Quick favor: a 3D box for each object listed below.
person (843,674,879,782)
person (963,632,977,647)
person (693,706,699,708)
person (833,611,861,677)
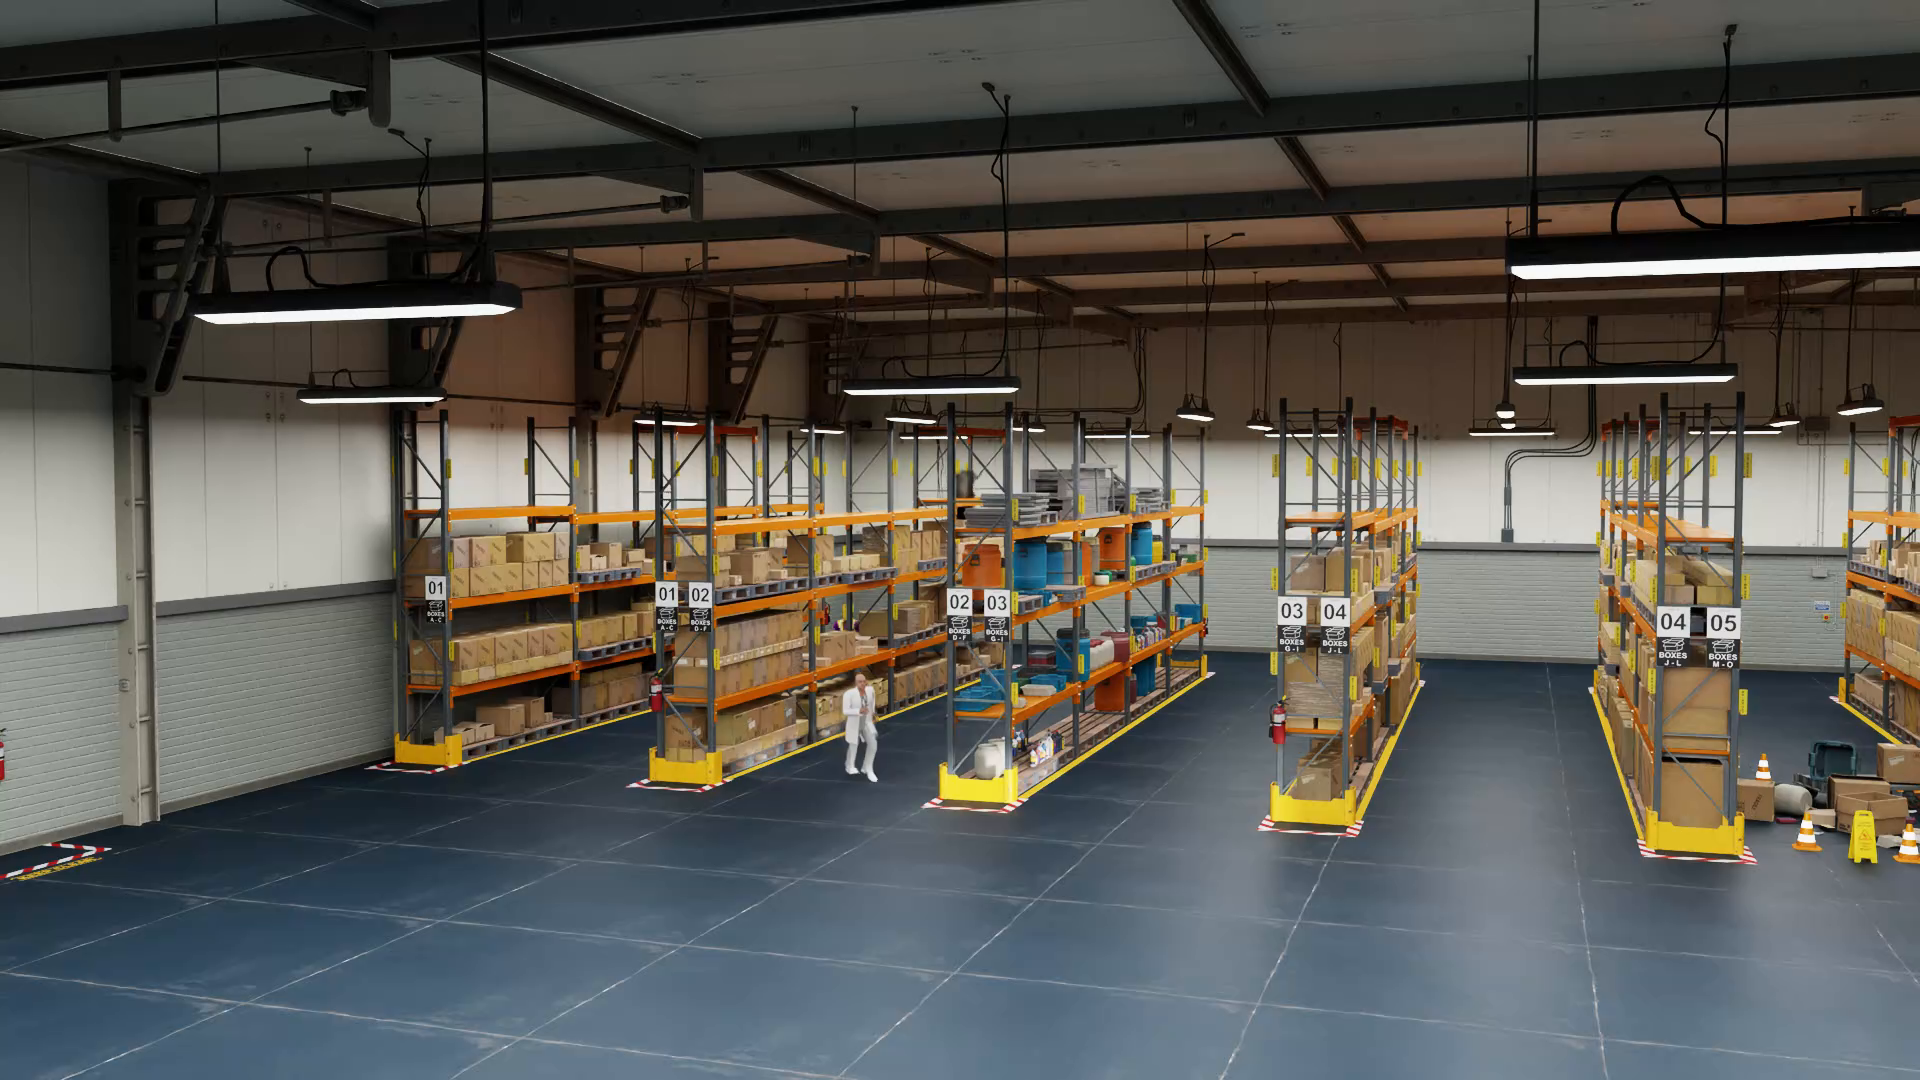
[{"bbox_3d":[-1.621,2.989,26.630,0.634,1.733,1.037,-1,3,-20],"label":"person"},{"bbox_3d":[0.355,2.371,43.472,0.700,1.514,1.024,-2,3,-35],"label":"person"},{"bbox_3d":[-5.111,2.825,32.378,0.623,1.554,0.600,0,2,-2],"label":"person"},{"bbox_3d":[-2.659,2.474,39.492,0.696,1.680,0.866,0,2,-6],"label":"person"}]
